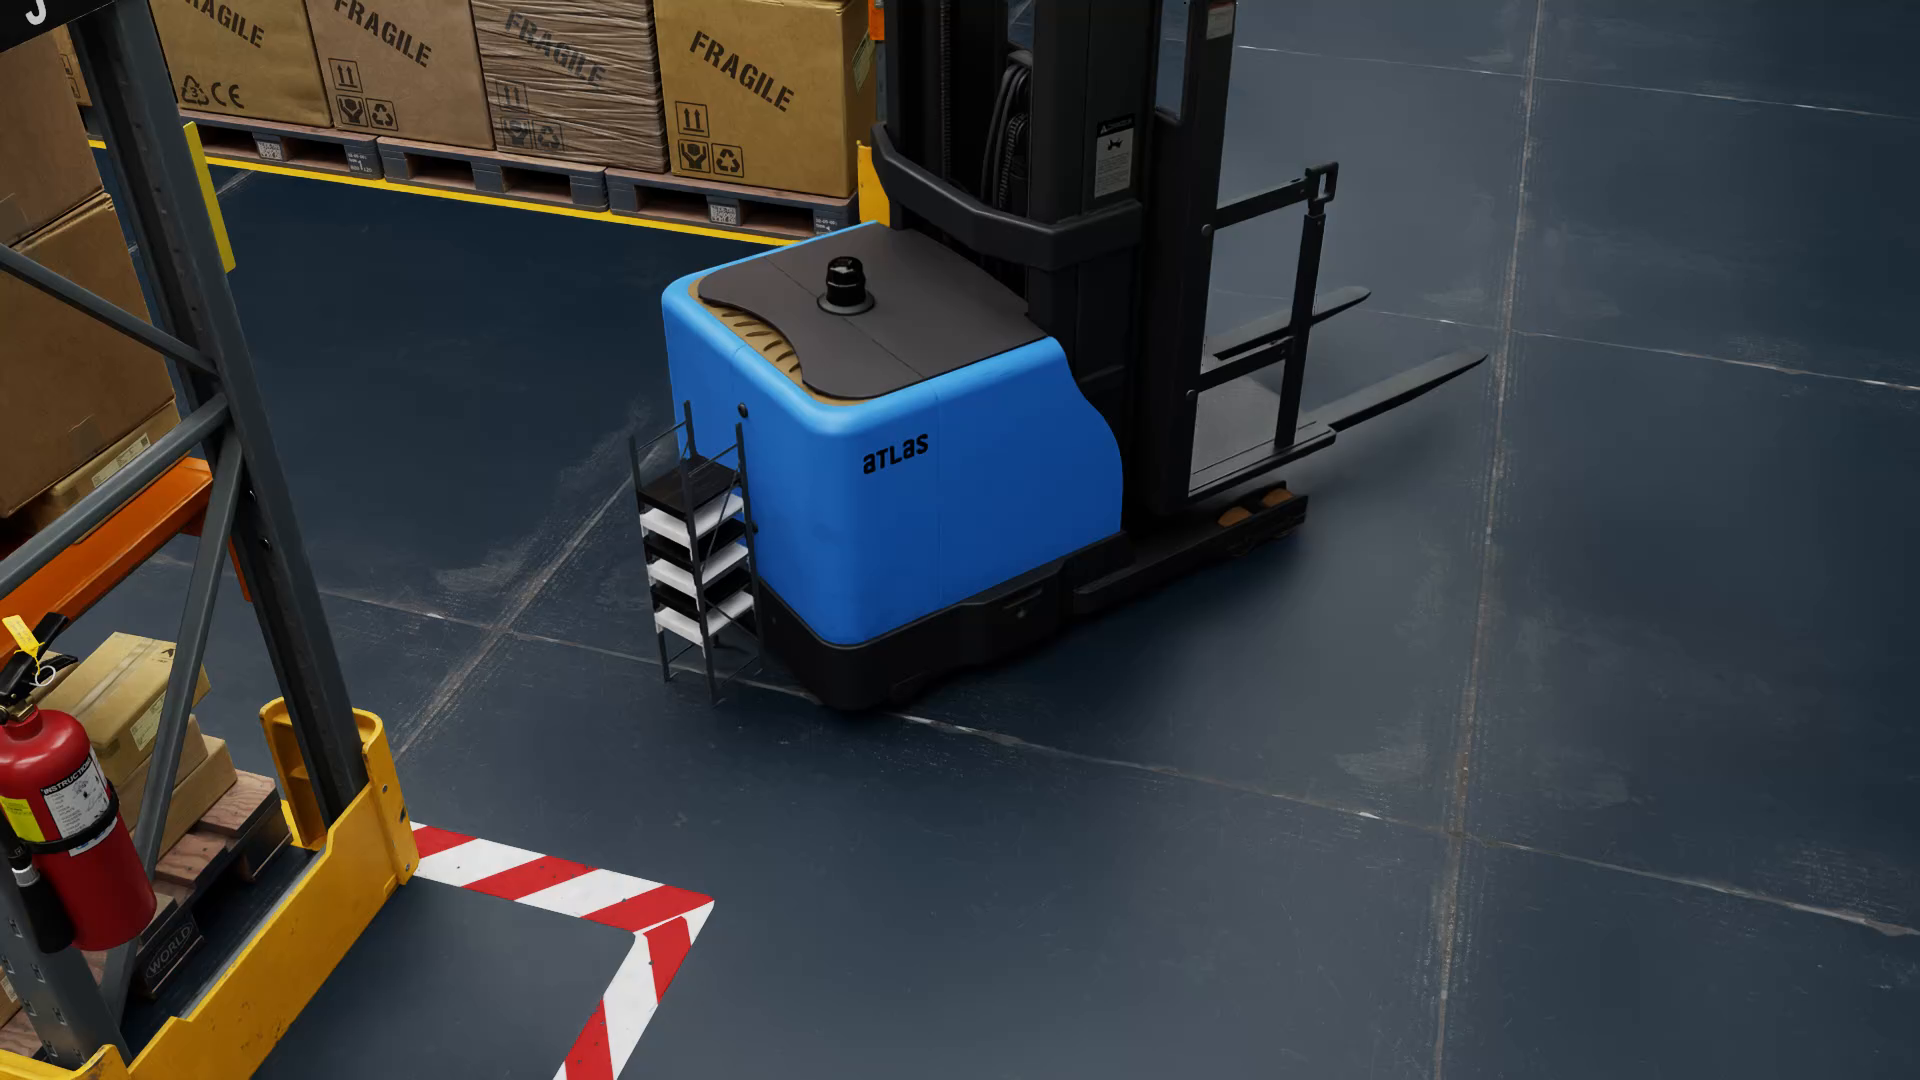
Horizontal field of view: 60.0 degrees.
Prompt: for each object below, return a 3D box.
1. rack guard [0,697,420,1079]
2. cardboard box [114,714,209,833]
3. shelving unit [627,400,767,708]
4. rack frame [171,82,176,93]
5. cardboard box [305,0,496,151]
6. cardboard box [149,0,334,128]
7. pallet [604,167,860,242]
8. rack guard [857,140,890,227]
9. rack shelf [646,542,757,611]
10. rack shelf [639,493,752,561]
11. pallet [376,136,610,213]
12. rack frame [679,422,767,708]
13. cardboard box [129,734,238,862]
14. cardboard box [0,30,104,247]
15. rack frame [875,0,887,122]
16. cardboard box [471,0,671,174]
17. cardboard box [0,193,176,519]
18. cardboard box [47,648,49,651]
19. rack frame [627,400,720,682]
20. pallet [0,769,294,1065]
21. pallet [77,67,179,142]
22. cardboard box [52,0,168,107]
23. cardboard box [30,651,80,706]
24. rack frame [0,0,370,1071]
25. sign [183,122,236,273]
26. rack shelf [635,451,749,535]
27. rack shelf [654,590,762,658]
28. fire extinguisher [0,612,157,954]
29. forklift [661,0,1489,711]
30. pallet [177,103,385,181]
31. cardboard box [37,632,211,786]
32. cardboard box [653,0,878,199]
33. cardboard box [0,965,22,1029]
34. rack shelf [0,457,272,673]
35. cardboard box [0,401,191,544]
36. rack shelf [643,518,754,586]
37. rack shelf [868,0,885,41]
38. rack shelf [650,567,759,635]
[{"bbox_3d":[-1.801,0.960,4.024,0.348,0.500,1.175,10,38,14],"label":"rack guard"},{"bbox_3d":[-2.152,0.588,4.220,0.250,0.149,0.380,12,38,16],"label":"cardboard box"},{"bbox_3d":[-0.765,0.055,4.914,0.210,0.900,0.258,24,42,30],"label":"shelving unit"},{"bbox_3d":[-3.971,-3.529,8.014,0.127,3.000,1.000,10,38,14],"label":"rack frame"},{"bbox_3d":[-2.506,-2.521,8.083,0.875,0.875,0.875,10,38,14],"label":"cardboard box"},{"bbox_3d":[-3.365,-2.680,8.299,0.875,0.875,0.875,10,38,14],"label":"cardboard box"},{"bbox_3d":[-0.939,-1.796,8.012,1.213,0.211,1.003,10,38,14],"label":"pallet"},{"bbox_3d":[-0.130,-1.811,7.789,0.348,0.500,1.175,10,38,14],"label":"rack guard"},{"bbox_3d":[-0.765,0.082,4.934,0.200,0.077,0.258,24,42,30],"label":"rack shelf"},{"bbox_3d":[-0.767,-0.064,4.828,0.200,0.077,0.258,24,42,30],"label":"rack shelf"},{"bbox_3d":[-2.100,-2.013,8.306,1.213,0.211,1.003,10,38,14],"label":"pallet"},{"bbox_3d":[-0.684,0.090,4.864,0.006,0.900,0.240,24,42,30],"label":"rack frame"},{"bbox_3d":[-2.133,0.672,4.357,0.250,0.149,0.380,11,38,15],"label":"cardboard box"},{"bbox_3d":[-2.078,-0.826,3.163,0.500,0.500,0.500,10,38,14],"label":"cardboard box"},{"bbox_3d":[-0.153,-2.822,7.054,0.127,3.000,1.000,10,38,14],"label":"rack frame"},{"bbox_3d":[-1.656,-2.364,7.870,0.875,0.875,0.875,10,38,14],"label":"cardboard box"},{"bbox_3d":[-2.074,-0.429,3.467,0.500,0.500,0.500,12,38,16],"label":"cardboard box"},{"bbox_3d":[-2.628,0.323,4.329,0.250,0.149,0.380,10,38,14],"label":"cardboard box"},{"bbox_3d":[-0.846,0.019,4.965,0.006,0.900,0.240,24,42,30],"label":"rack frame"},{"bbox_3d":[-2.566,0.913,4.332,1.213,0.211,1.003,10,38,14],"label":"pallet"},{"bbox_3d":[-4.730,-2.500,8.968,1.213,0.211,1.003,10,38,14],"label":"pallet"},{"bbox_3d":[-4.588,-2.944,8.658,0.875,0.875,1.225,11,38,14],"label":"cardboard box"},{"bbox_3d":[-2.426,0.441,4.170,0.250,0.149,0.380,11,38,15],"label":"cardboard box"},{"bbox_3d":[-1.728,-0.033,3.265,0.127,3.000,1.000,10,38,14],"label":"rack frame"},{"bbox_3d":[-1.567,-0.689,3.425,0.005,0.325,0.100,10,38,14],"label":"sign"},{"bbox_3d":[-0.768,-0.137,4.776,0.200,0.077,0.258,24,42,30],"label":"rack shelf"},{"bbox_3d":[-0.763,0.227,5.040,0.200,0.077,0.258,24,42,30],"label":"rack shelf"},{"bbox_3d":[-1.625,0.454,2.983,0.183,0.674,0.296,10,38,14],"label":"fire extinguisher"},{"bbox_3d":[0.586,-1.359,5.124,3.031,2.935,1.130,-23,42,-27],"label":"forklift"},{"bbox_3d":[-3.268,-2.227,8.598,1.213,0.211,1.003,10,38,14],"label":"pallet"},{"bbox_3d":[-2.127,0.421,4.196,0.250,0.149,0.380,9,37,12],"label":"cardboard box"},{"bbox_3d":[-0.787,-2.203,7.651,0.875,0.875,0.875,10,38,14],"label":"cardboard box"},{"bbox_3d":[-2.293,0.971,3.952,0.250,0.149,0.380,11,38,15],"label":"cardboard box"},{"bbox_3d":[-3.637,-0.097,3.958,4.000,0.370,1.077,10,38,14],"label":"rack shelf"},{"bbox_3d":[-1.940,-0.175,3.669,0.250,0.149,0.380,10,38,14],"label":"cardboard box"},{"bbox_3d":[-0.766,0.009,4.881,0.200,0.077,0.258,24,42,30],"label":"rack shelf"},{"bbox_3d":[-2.062,-2.886,7.747,4.000,0.370,1.077,10,38,14],"label":"rack shelf"},{"bbox_3d":[-0.764,0.155,4.987,0.200,0.077,0.258,24,42,30],"label":"rack shelf"}]
